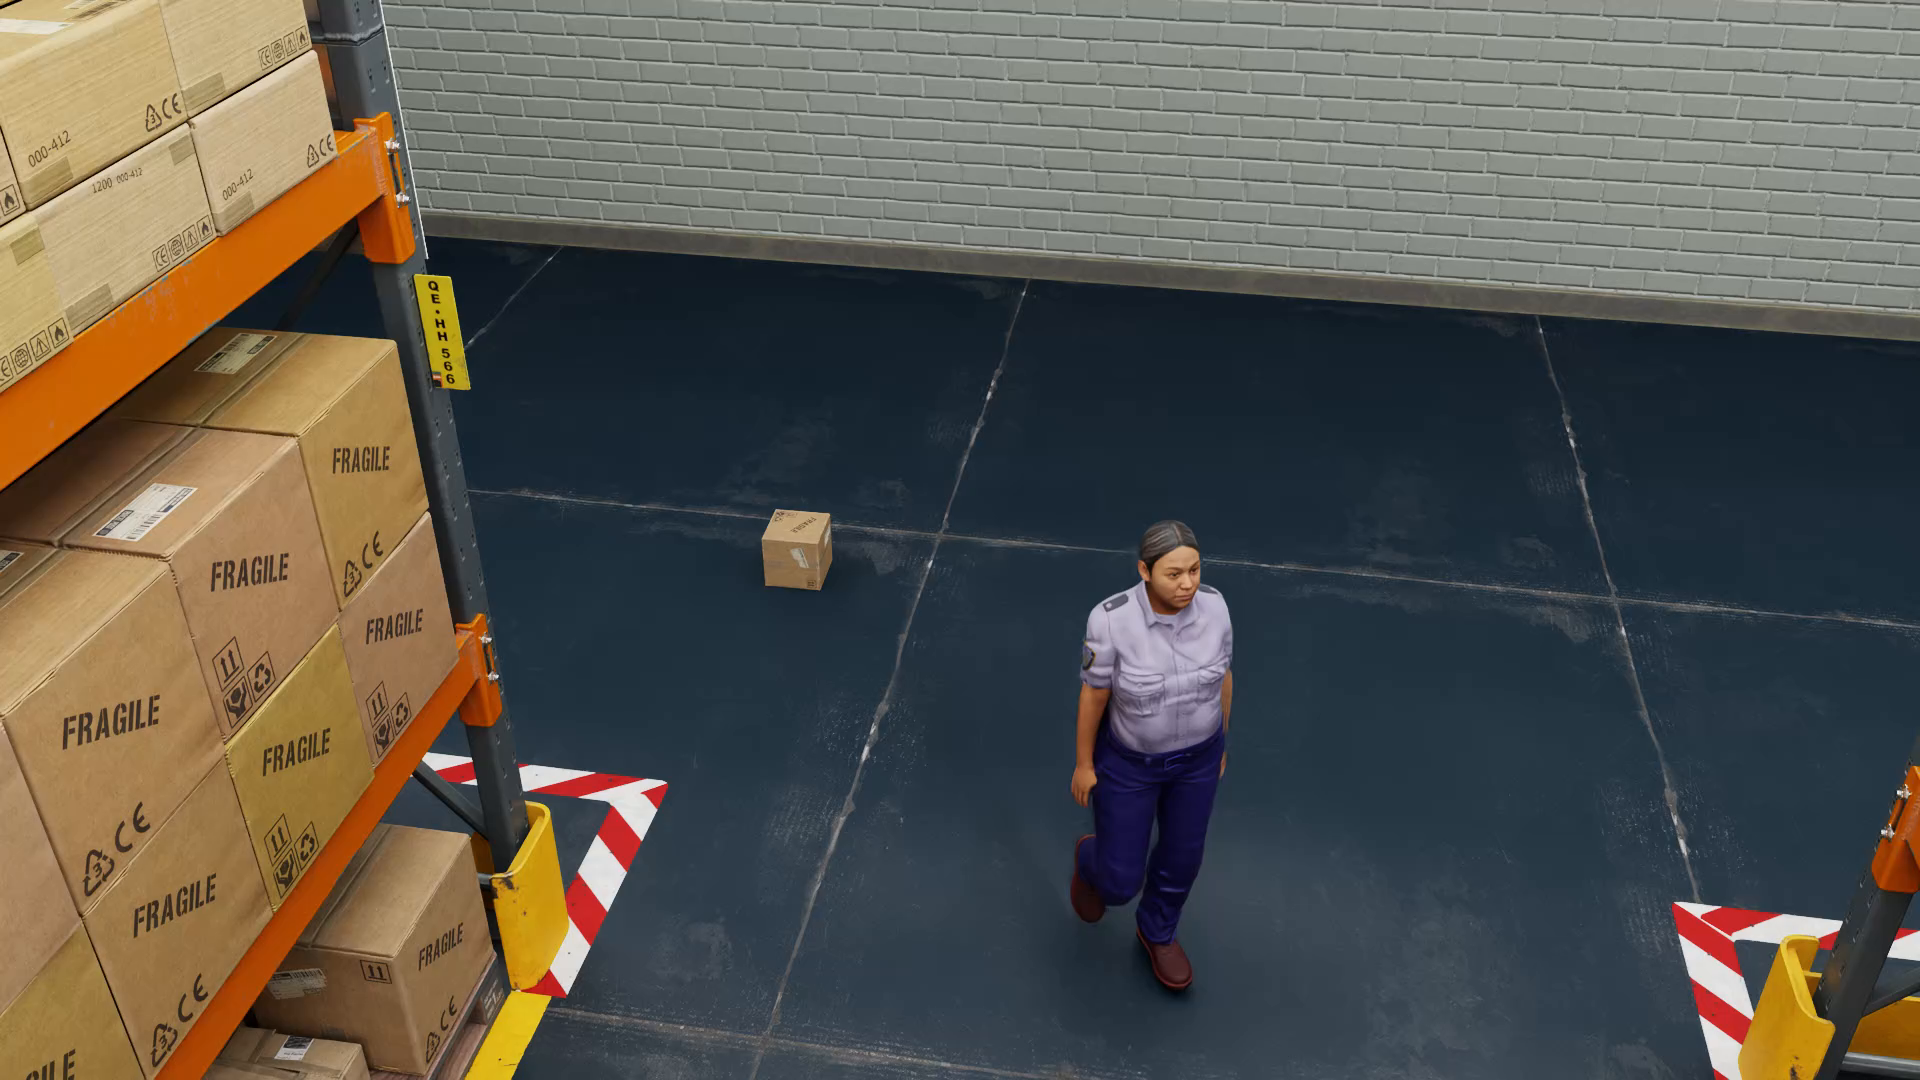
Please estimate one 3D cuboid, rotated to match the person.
[{"bbox_3d":[0.582,0.649,5.086,0.508,1.637,0.496,-9,34,-13],"label":"person"}]
